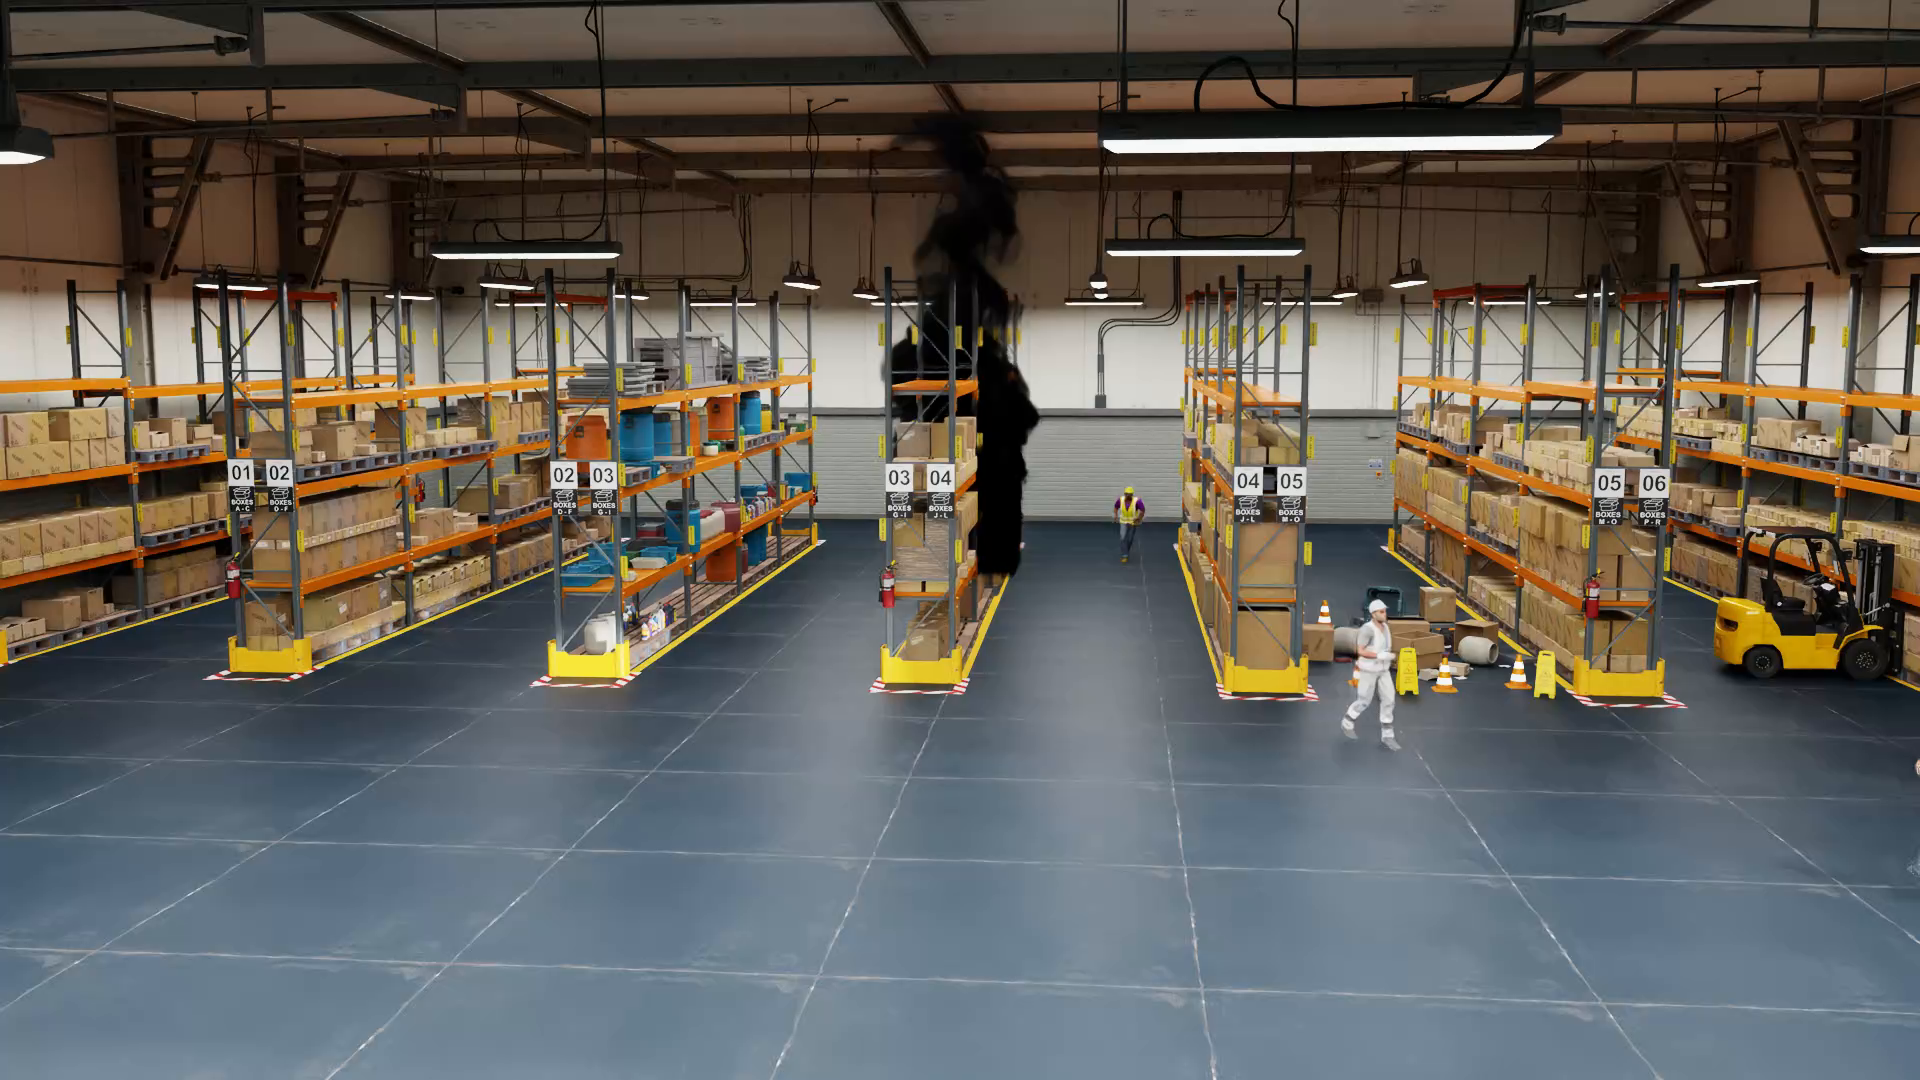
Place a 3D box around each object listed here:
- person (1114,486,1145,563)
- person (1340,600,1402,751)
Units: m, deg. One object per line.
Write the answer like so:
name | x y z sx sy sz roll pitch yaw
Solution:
person | 3.822 -0.363 37.425 0.713 1.733 0.919 2 7 14
person | 5.074 1.639 20.430 0.683 1.840 0.821 -5 9 -37
